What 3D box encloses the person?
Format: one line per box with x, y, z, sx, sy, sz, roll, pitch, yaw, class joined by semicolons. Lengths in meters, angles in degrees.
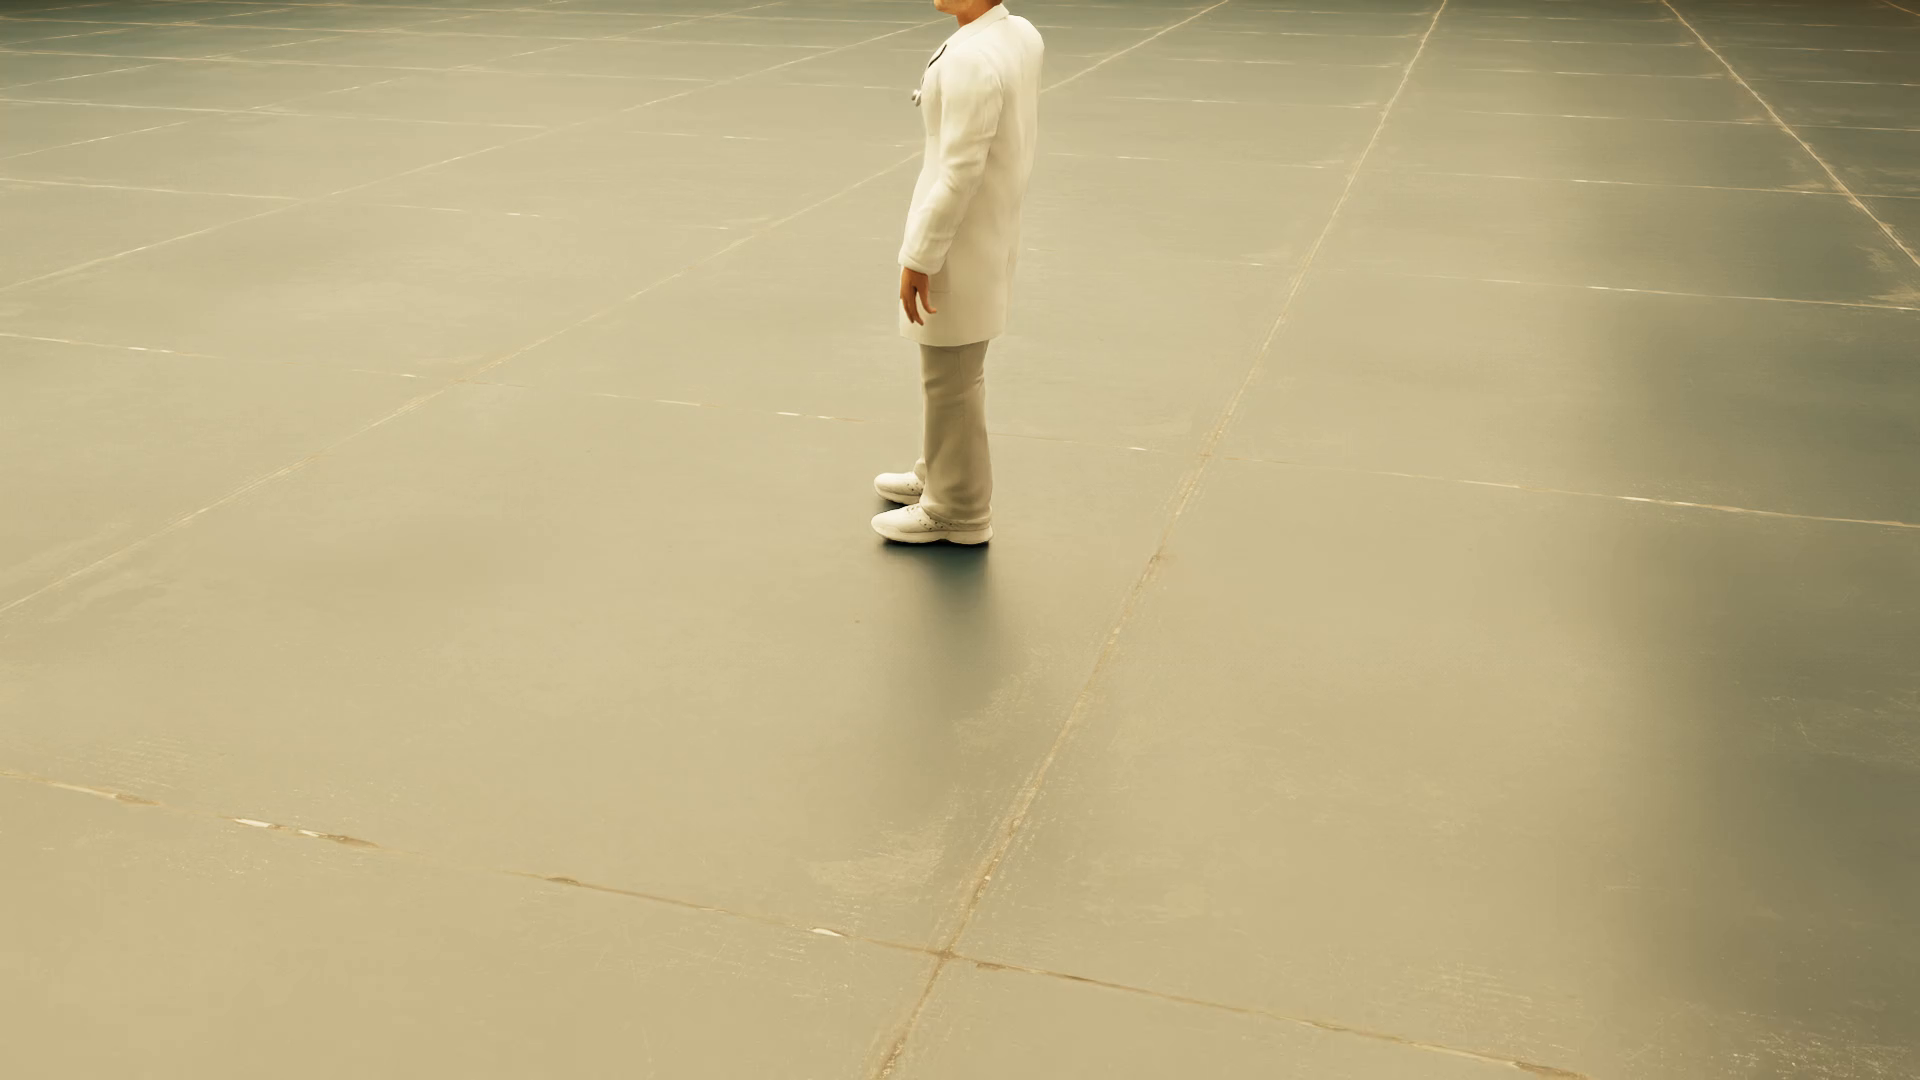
-0.086;-0.840;4.807;0.578;1.778;0.698;7;23;16;person
